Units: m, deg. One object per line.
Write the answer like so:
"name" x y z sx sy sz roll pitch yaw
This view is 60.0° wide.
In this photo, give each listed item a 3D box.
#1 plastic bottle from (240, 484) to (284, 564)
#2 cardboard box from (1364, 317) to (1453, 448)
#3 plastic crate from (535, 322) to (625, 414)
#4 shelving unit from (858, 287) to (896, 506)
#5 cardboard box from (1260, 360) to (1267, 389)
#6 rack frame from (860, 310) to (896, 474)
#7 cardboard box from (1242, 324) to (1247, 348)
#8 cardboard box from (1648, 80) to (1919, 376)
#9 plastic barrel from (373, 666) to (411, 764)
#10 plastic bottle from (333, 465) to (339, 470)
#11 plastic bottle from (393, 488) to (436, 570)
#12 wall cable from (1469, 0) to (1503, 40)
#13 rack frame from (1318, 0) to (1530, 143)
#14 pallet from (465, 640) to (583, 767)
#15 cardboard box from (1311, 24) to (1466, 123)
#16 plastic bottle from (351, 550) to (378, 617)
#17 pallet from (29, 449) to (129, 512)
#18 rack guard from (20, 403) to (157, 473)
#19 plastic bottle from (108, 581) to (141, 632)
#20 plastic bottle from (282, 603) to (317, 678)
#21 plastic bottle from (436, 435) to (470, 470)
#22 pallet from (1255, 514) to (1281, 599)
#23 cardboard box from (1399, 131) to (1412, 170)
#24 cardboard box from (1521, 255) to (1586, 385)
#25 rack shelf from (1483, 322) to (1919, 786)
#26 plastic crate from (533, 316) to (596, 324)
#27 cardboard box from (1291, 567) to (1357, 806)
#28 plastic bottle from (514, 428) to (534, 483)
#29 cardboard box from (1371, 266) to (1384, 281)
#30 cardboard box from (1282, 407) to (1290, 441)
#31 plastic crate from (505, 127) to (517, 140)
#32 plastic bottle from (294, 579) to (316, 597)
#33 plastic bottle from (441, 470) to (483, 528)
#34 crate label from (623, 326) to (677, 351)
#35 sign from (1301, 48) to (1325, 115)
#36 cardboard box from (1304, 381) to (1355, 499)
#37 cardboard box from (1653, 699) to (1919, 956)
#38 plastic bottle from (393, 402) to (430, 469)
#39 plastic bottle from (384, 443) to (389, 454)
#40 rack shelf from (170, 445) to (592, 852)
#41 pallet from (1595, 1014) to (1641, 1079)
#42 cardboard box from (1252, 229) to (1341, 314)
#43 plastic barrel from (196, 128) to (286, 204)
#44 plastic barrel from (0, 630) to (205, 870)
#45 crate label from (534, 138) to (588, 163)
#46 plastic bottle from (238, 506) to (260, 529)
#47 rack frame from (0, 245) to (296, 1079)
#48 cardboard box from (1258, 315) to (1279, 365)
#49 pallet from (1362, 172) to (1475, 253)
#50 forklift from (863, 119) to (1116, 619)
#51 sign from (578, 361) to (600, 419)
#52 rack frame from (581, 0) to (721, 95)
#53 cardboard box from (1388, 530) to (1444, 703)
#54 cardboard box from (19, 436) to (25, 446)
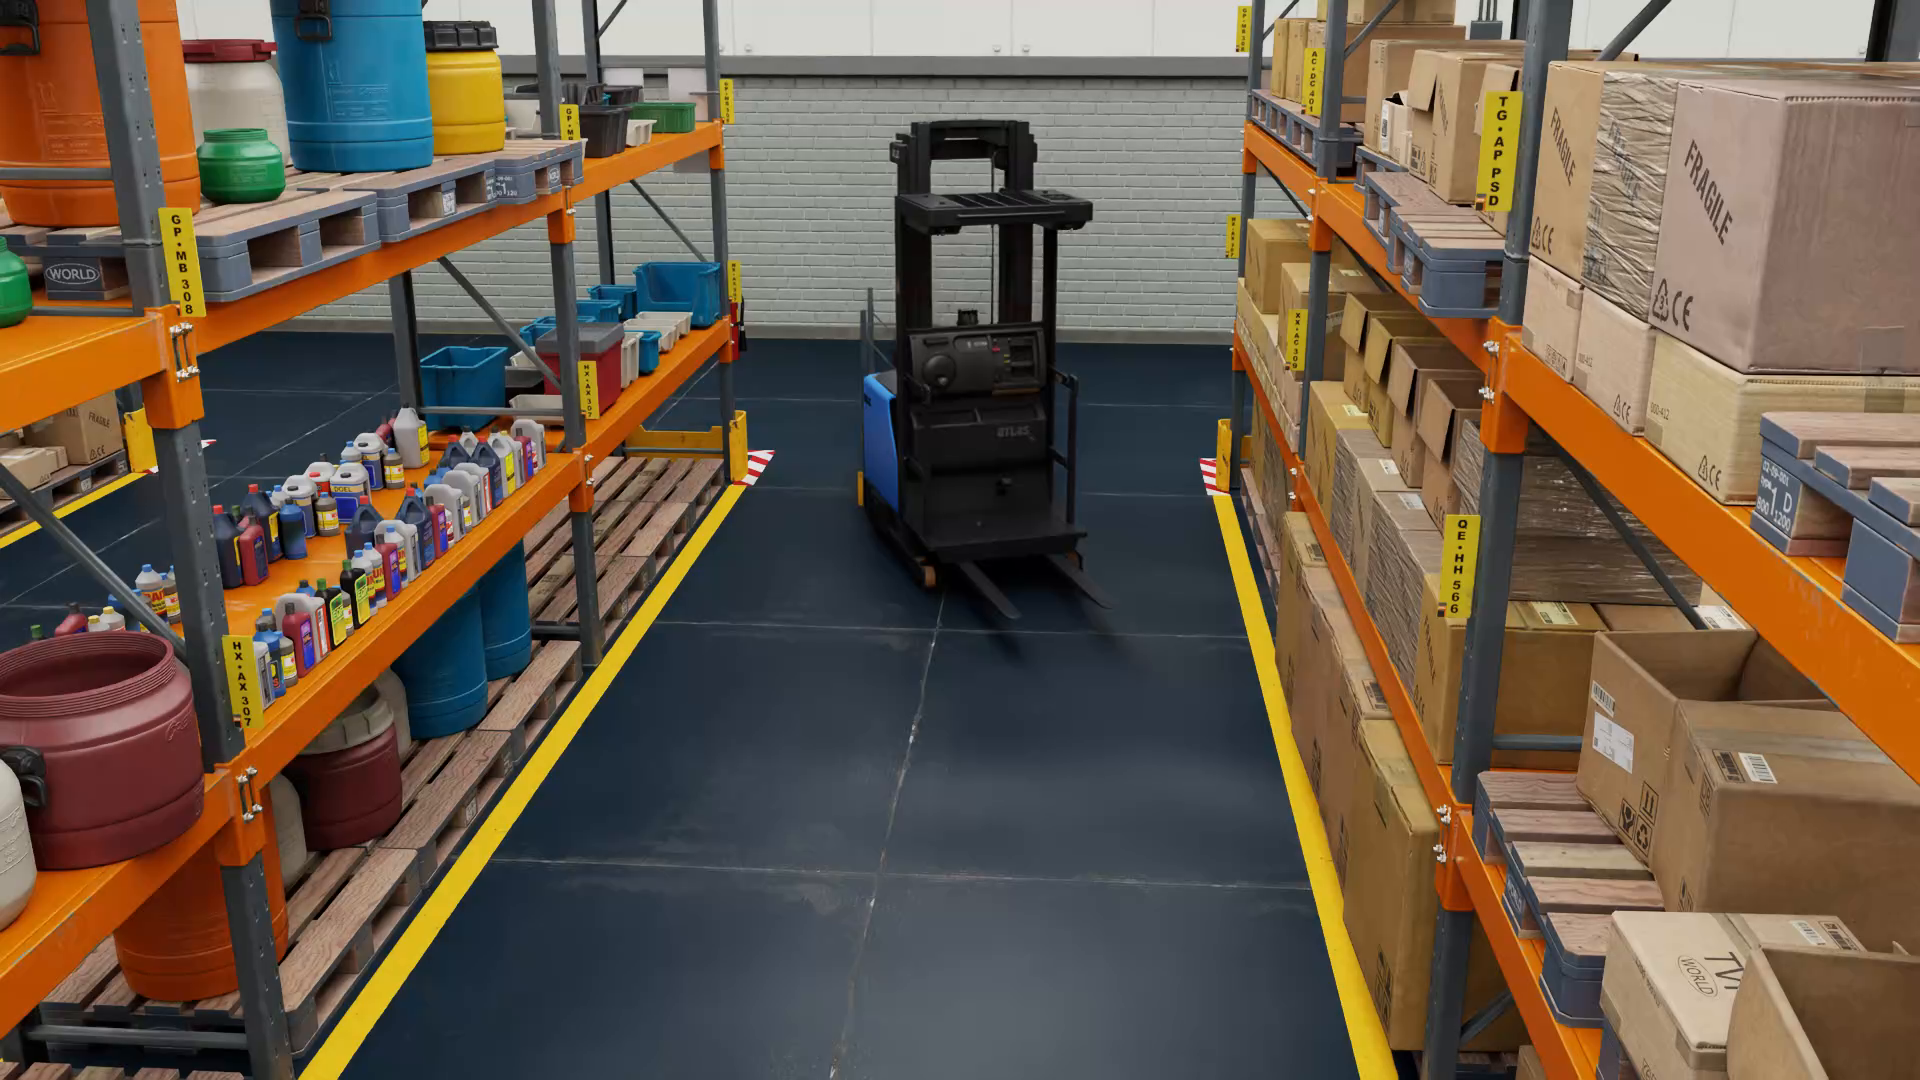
"plastic bottle" -3.126 -0.082 7.435 0.144 0.351 0.185 1 18 4
"cardboard box" 2.241 -0.712 7.508 0.797 0.503 0.637 1 18 5
"plastic crate" -2.287 -1.041 10.083 0.402 0.464 0.583 1 18 4
"shelving unit" -0.488 -1.145 13.009 0.587 1.500 1.083 0 18 0
"cardboard box" 2.145 -1.060 10.745 0.380 0.149 0.250 2 18 5
"rack frame" -0.487 -0.984 12.518 0.500 1.500 0.032 0 18 0
"cardboard box" 2.237 -1.460 11.966 0.380 0.149 0.250 1 18 3
"cardboard box" 1.693 -0.614 3.198 0.500 0.500 0.500 1 18 2
"plastic barrel" -2.837 0.834 7.880 0.421 0.512 0.421 0 18 0
"plastic bottle" -3.090 -0.271 8.252 0.097 0.201 0.097 0 18 0
"plastic bottle" -2.419 -0.052 7.343 0.144 0.351 0.185 1 18 4
"wall cable" 6.469 -7.901 16.417 2.277 5.999 0.120 1 18 4
"rack frame" 2.339 -3.450 8.002 1.000 3.000 0.127 1 18 4
"pallet" -2.698 0.854 8.979 1.003 0.211 1.213 1 18 4
"cardboard box" 2.335 -2.564 9.118 0.700 0.500 0.500 0 18 1
"plastic bottle" -2.439 0.174 6.782 0.097 0.271 0.097 0 18 0
"pallet" -7.316 -0.468 13.012 1.003 0.211 1.213 1 18 4
"rack guard" -7.260 -0.853 13.723 1.175 0.500 0.348 1 18 4
"plastic bottle" -3.227 0.291 6.426 0.097 0.271 0.097 0 18 0
"plastic bottle" -2.465 0.359 6.197 0.061 0.283 0.133 1 18 4
"plastic bottle" -2.497 -0.340 8.222 0.144 0.351 0.185 1 18 4
"pallet" 2.557 0.111 11.245 1.003 0.211 1.213 1 18 4
"cardboard box" 2.083 -1.646 7.041 0.380 0.149 0.250 1 18 2
"cardboard box" 1.765 -0.571 4.273 0.500 0.250 0.500 2 18 5
"rack shelf" 1.909 0.180 2.894 1.077 0.370 4.000 1 18 4
"plastic crate" -2.755 -1.423 11.622 0.416 0.233 0.300 1 18 4
"cardboard box" 2.250 0.687 7.746 1.225 0.875 0.875 1 18 2
"plastic bottle" -2.278 -0.452 8.673 0.061 0.283 0.133 1 18 4
"cardboard box" 2.672 -1.322 9.699 0.500 0.500 0.500 1 18 4
"cardboard box" 2.053 -0.662 9.531 0.380 0.149 0.250 2 18 5
"plastic crate" -2.889 -2.414 10.079 0.293 0.136 0.466 1 18 4
"plastic bottle" -2.526 0.286 6.441 0.097 0.271 0.097 0 18 0
"plastic bottle" -2.379 -0.210 7.945 0.152 0.276 0.135 1 18 4
"crate label" -2.223 -1.422 11.772 0.396 0.136 0.243 1 18 4
"sign" 1.786 -2.320 8.412 0.100 0.325 0.005 1 18 4
"cardboard box" 2.057 -0.510 8.501 0.500 0.500 0.500 1 18 4
"cardboard box" 2.113 0.740 4.013 0.700 0.500 0.500 4 19 12
"plastic bottle" -2.952 -0.572 8.931 0.144 0.351 0.185 1 18 4
"plastic bottle" -3.052 -0.434 8.749 0.097 0.201 0.097 0 18 0
"rack shelf" -2.744 0.253 7.489 1.077 0.370 4.000 1 18 4
"pallet" 1.951 1.350 3.295 1.003 0.211 1.213 1 18 4
"cardboard box" 2.255 -1.809 11.185 0.500 0.500 0.500 1 18 2
"plastic barrel" -2.582 -1.343 5.962 0.294 0.245 0.294 0 18 0
"plastic barrel" -2.619 0.618 5.000 0.600 0.536 0.708 1 18 4
"crate label" -2.278 -2.156 9.291 0.293 0.136 0.466 1 18 4
"plastic bottle" -3.119 0.000 7.293 0.061 0.283 0.133 1 18 4
"rack frame" -2.888 0.532 5.482 1.000 3.000 0.127 1 18 4
"cardboard box" 2.220 -1.289 10.803 0.500 0.250 0.500 1 18 3
"pallet" 2.123 -1.242 6.381 1.003 0.211 1.213 2 18 6
"forklift" 0.185 -1.200 10.877 1.130 2.935 3.031 -5 19 -16
"sign" -2.052 -0.829 9.191 0.100 0.325 0.005 1 18 4
"rack frame" -2.314 -4.803 12.130 1.000 3.000 0.127 1 18 4
"cardboard box" 1.882 0.282 6.086 0.500 0.500 0.500 1 18 3
"cardboard box" -7.645 -0.727 13.168 0.380 0.166 0.250 1 18 4
